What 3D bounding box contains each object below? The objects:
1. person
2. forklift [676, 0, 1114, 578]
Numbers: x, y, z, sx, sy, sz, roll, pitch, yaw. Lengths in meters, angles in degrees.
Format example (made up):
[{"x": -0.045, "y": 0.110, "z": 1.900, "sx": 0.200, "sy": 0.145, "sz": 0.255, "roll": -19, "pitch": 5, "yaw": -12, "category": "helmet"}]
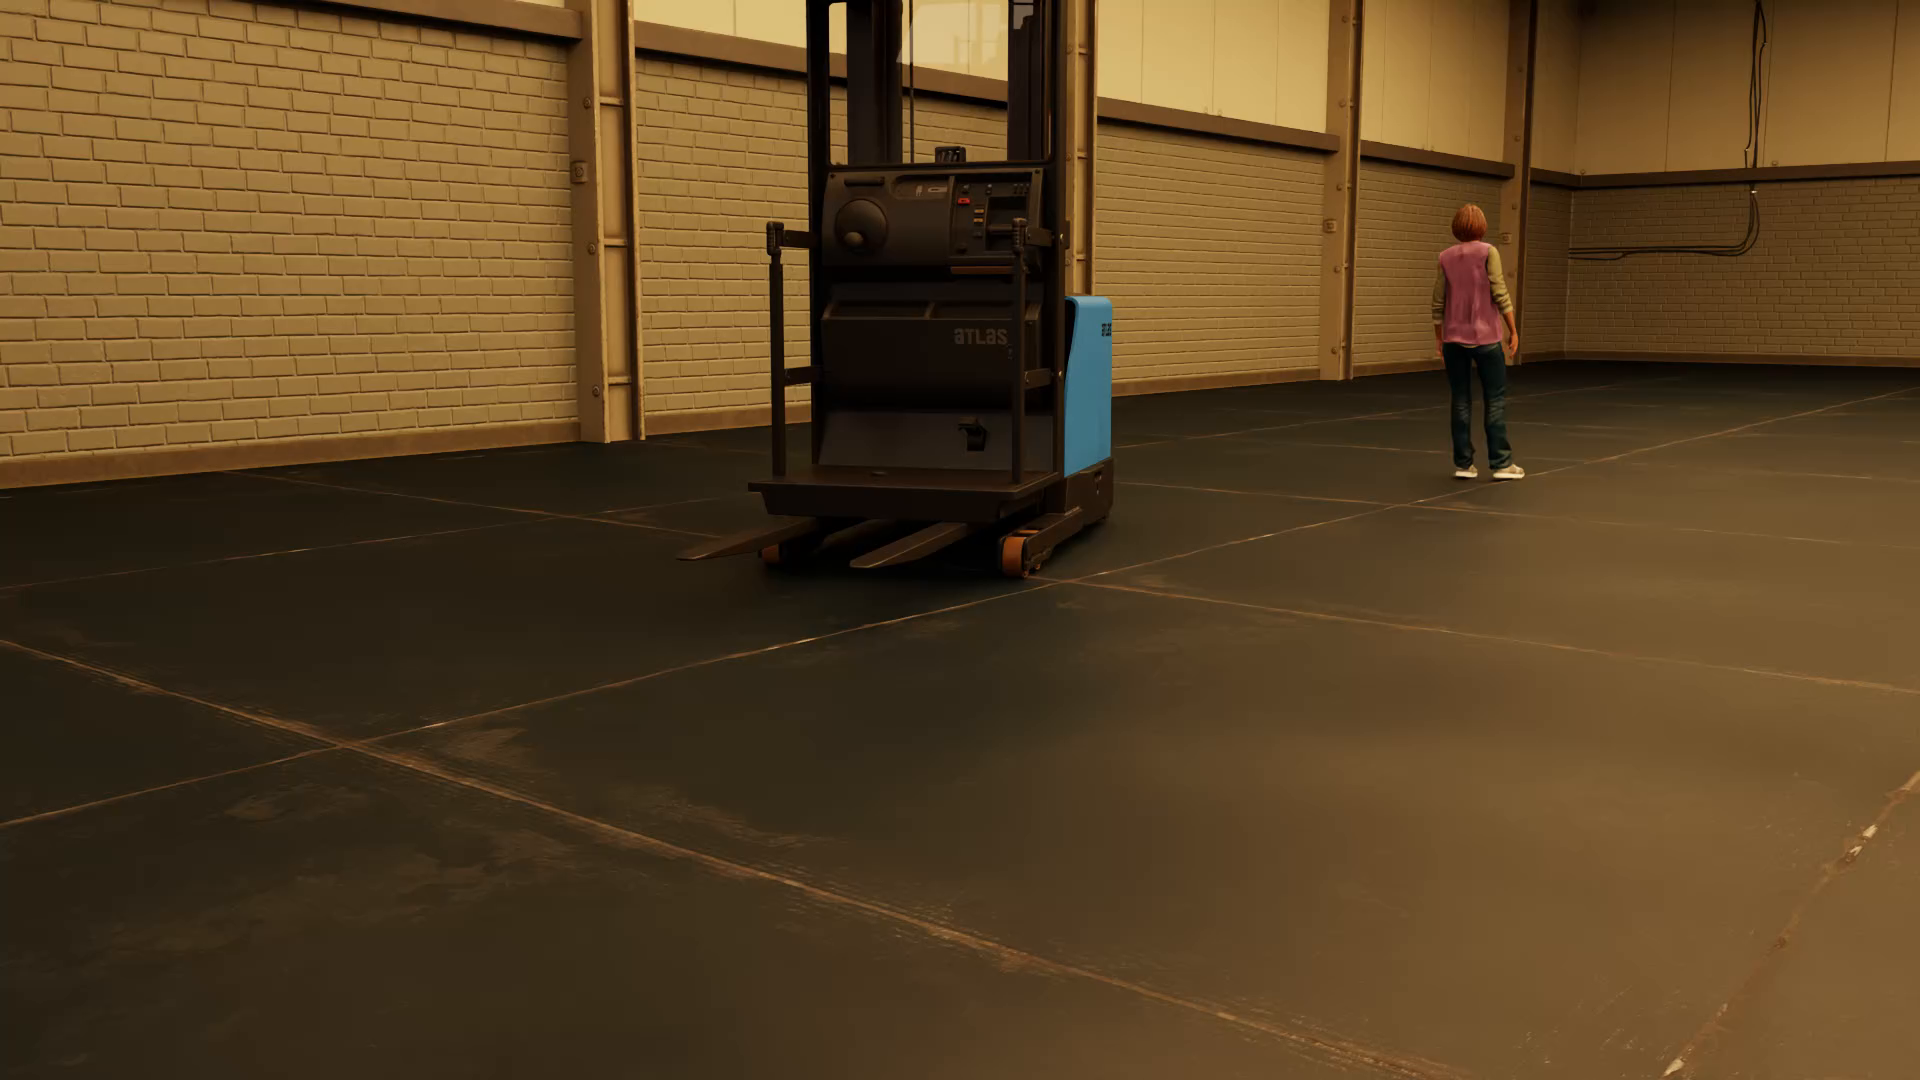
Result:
[{"x": 3.049, "y": -1.158, "z": 9.789, "sx": 0.503, "sy": 1.605, "sz": 0.454, "roll": 7, "pitch": 11, "yaw": 41, "category": "person"}, {"x": -0.176, "y": -1.366, "z": 6.616, "sx": 1.130, "sy": 2.935, "sz": 3.031, "roll": 3, "pitch": 9, "yaw": 17, "category": "forklift"}]
